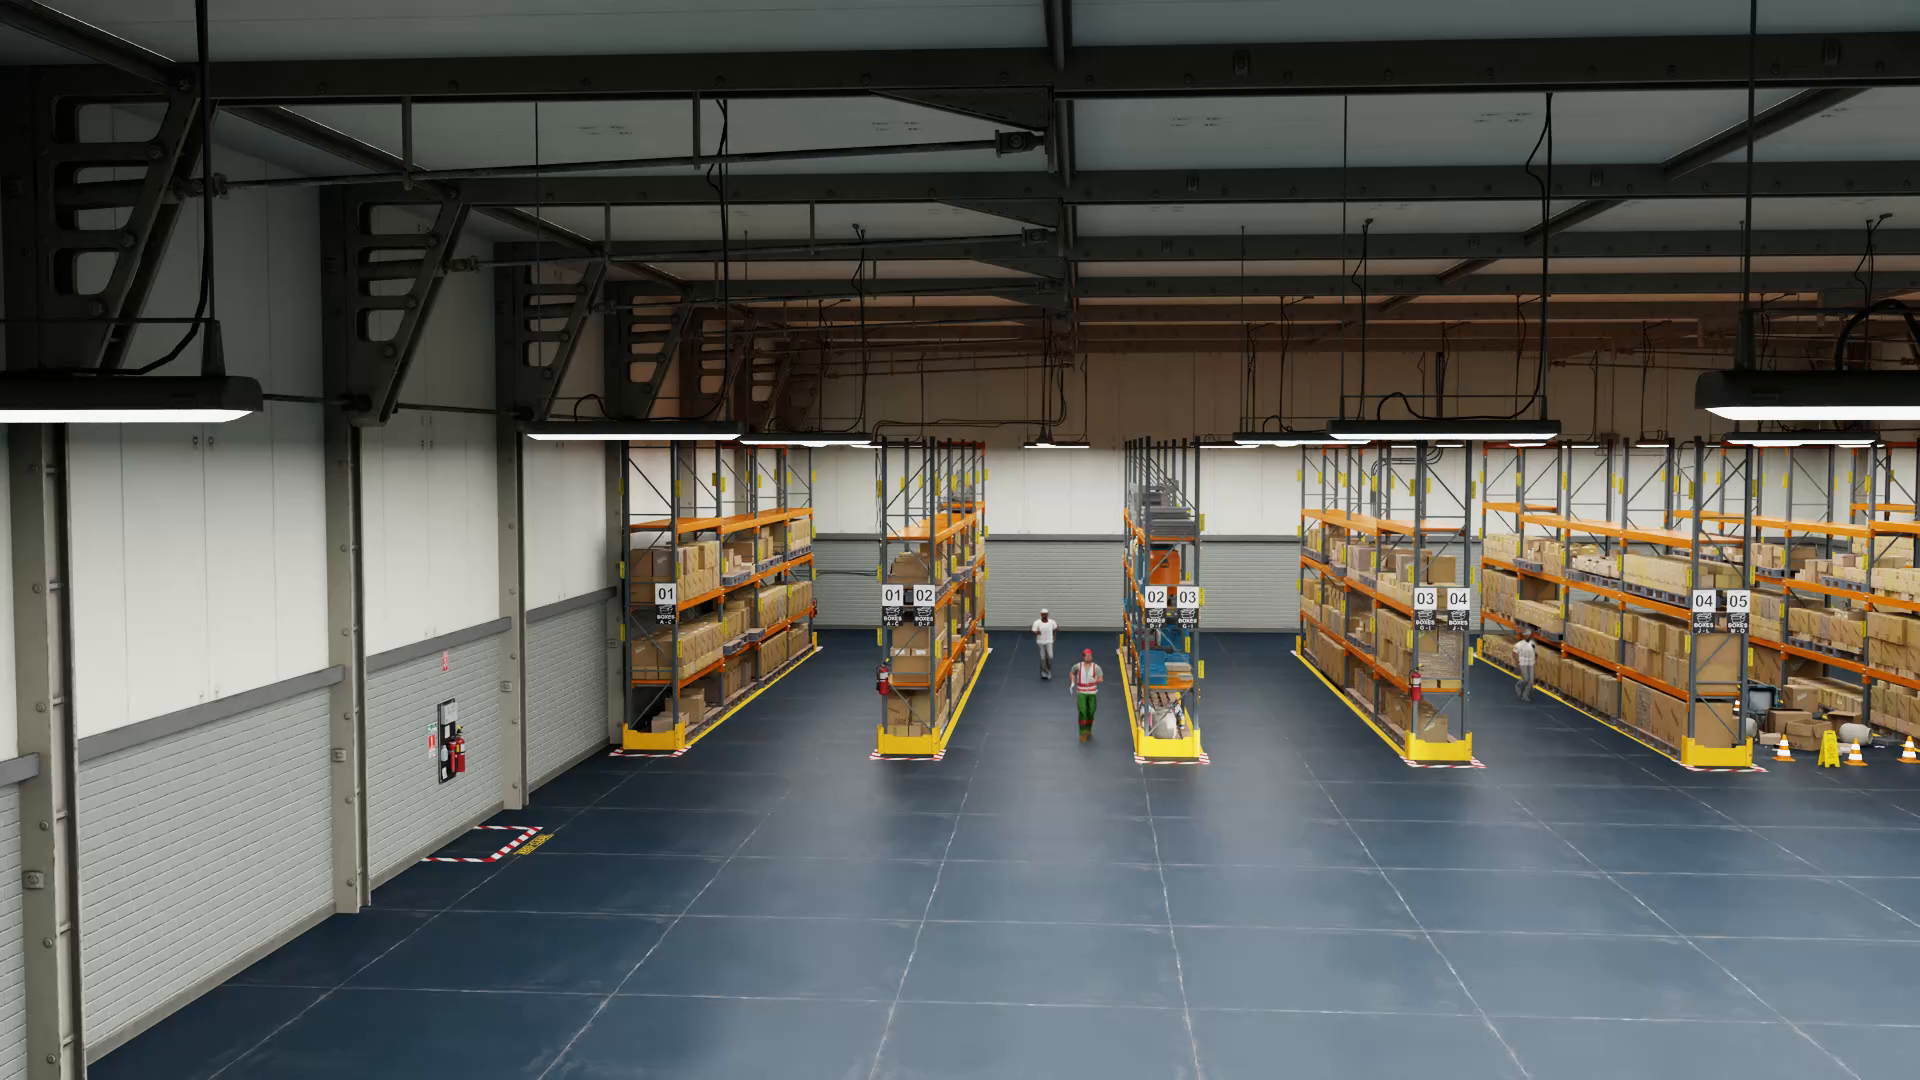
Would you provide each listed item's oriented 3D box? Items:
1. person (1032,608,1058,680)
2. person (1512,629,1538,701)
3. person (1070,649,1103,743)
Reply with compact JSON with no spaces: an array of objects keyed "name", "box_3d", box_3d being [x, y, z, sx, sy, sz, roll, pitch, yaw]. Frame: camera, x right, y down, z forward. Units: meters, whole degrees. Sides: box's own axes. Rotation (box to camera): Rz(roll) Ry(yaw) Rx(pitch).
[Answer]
[{"name":"person","box_3d":[2.140,2.617,41.726,0.677,1.795,0.683,0,3,-3]},{"name":"person","box_3d":[12.980,2.864,38.069,0.574,1.658,0.551,0,3,-6]},{"name":"person","box_3d":[2.503,3.069,32.856,0.643,1.846,0.774,0,3,-2]}]
